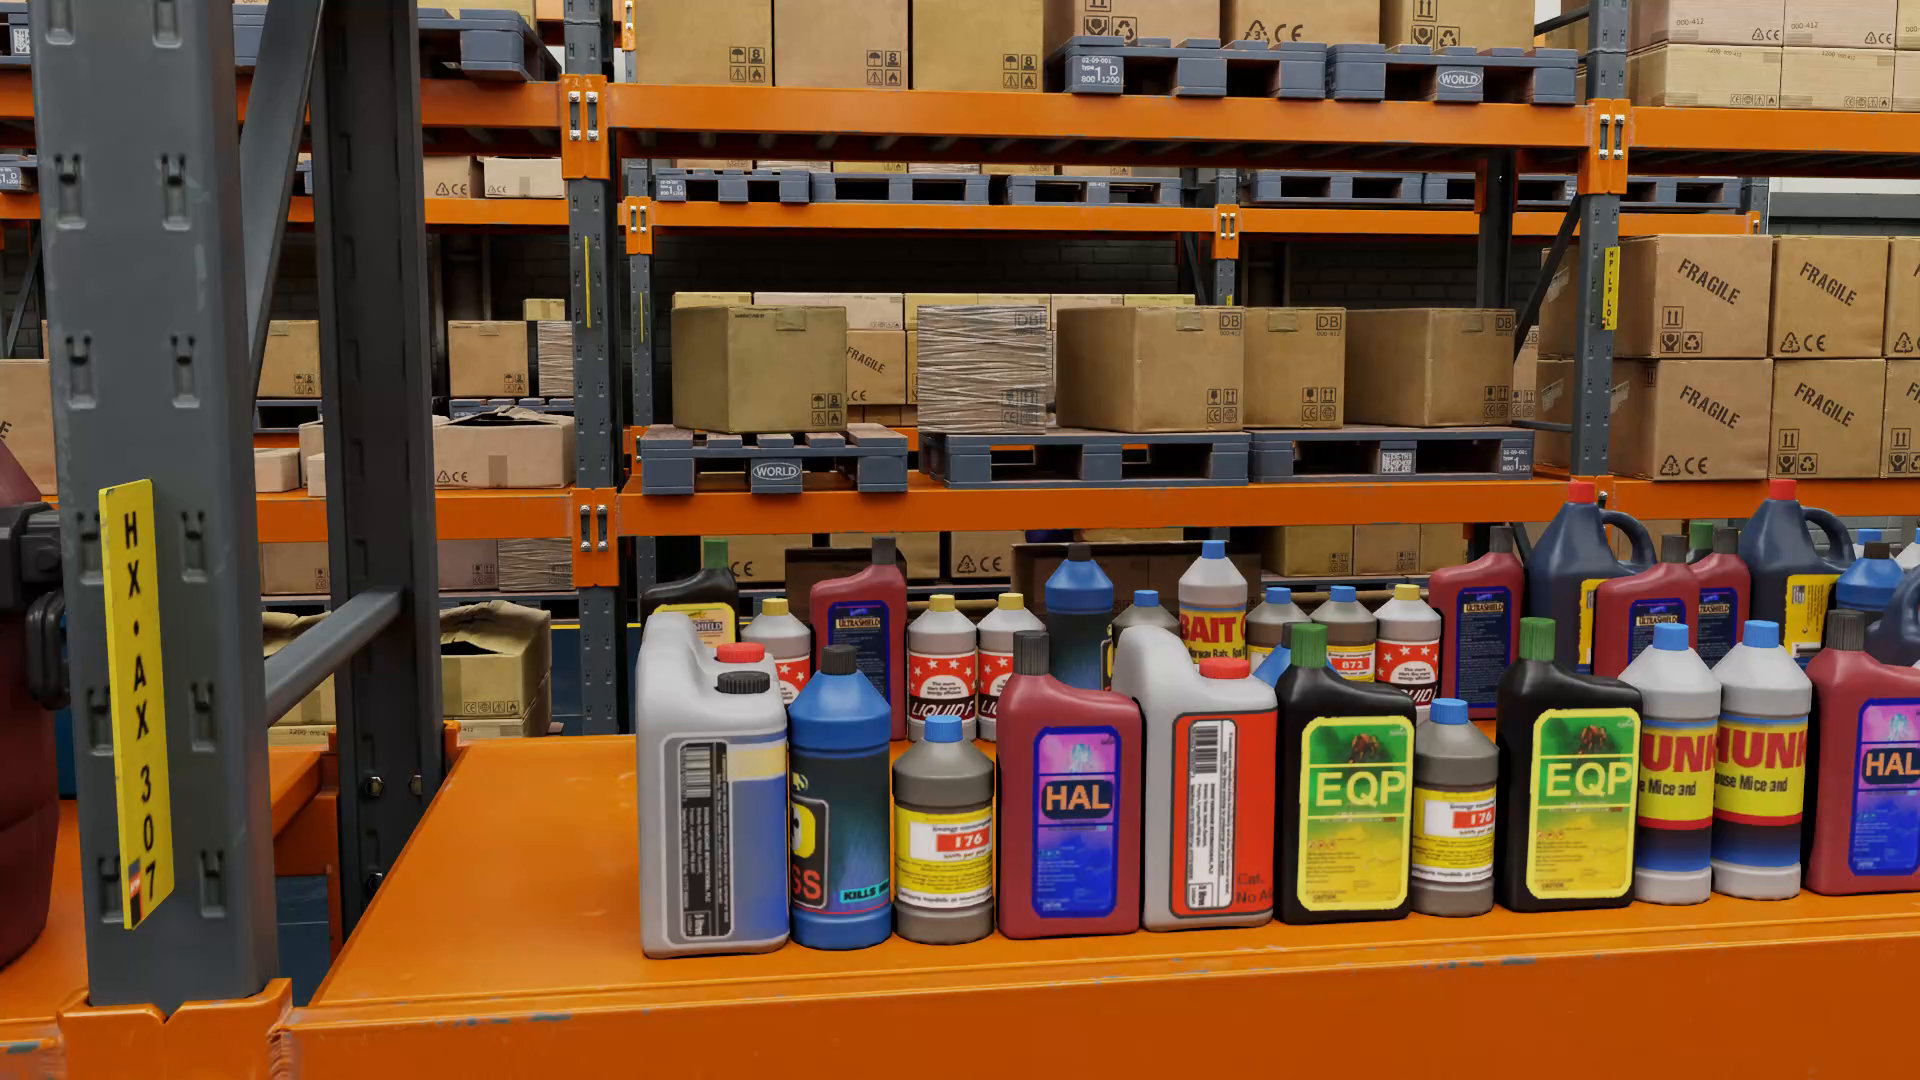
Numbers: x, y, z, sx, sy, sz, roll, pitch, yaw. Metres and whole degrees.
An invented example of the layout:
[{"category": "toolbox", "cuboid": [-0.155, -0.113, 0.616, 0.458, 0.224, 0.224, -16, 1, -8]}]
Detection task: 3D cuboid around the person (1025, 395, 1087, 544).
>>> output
[{"category": "person", "cuboid": [0.587, -0.036, 9.184, 0.422, 1.652, 0.539, -1, 7, -11]}]
